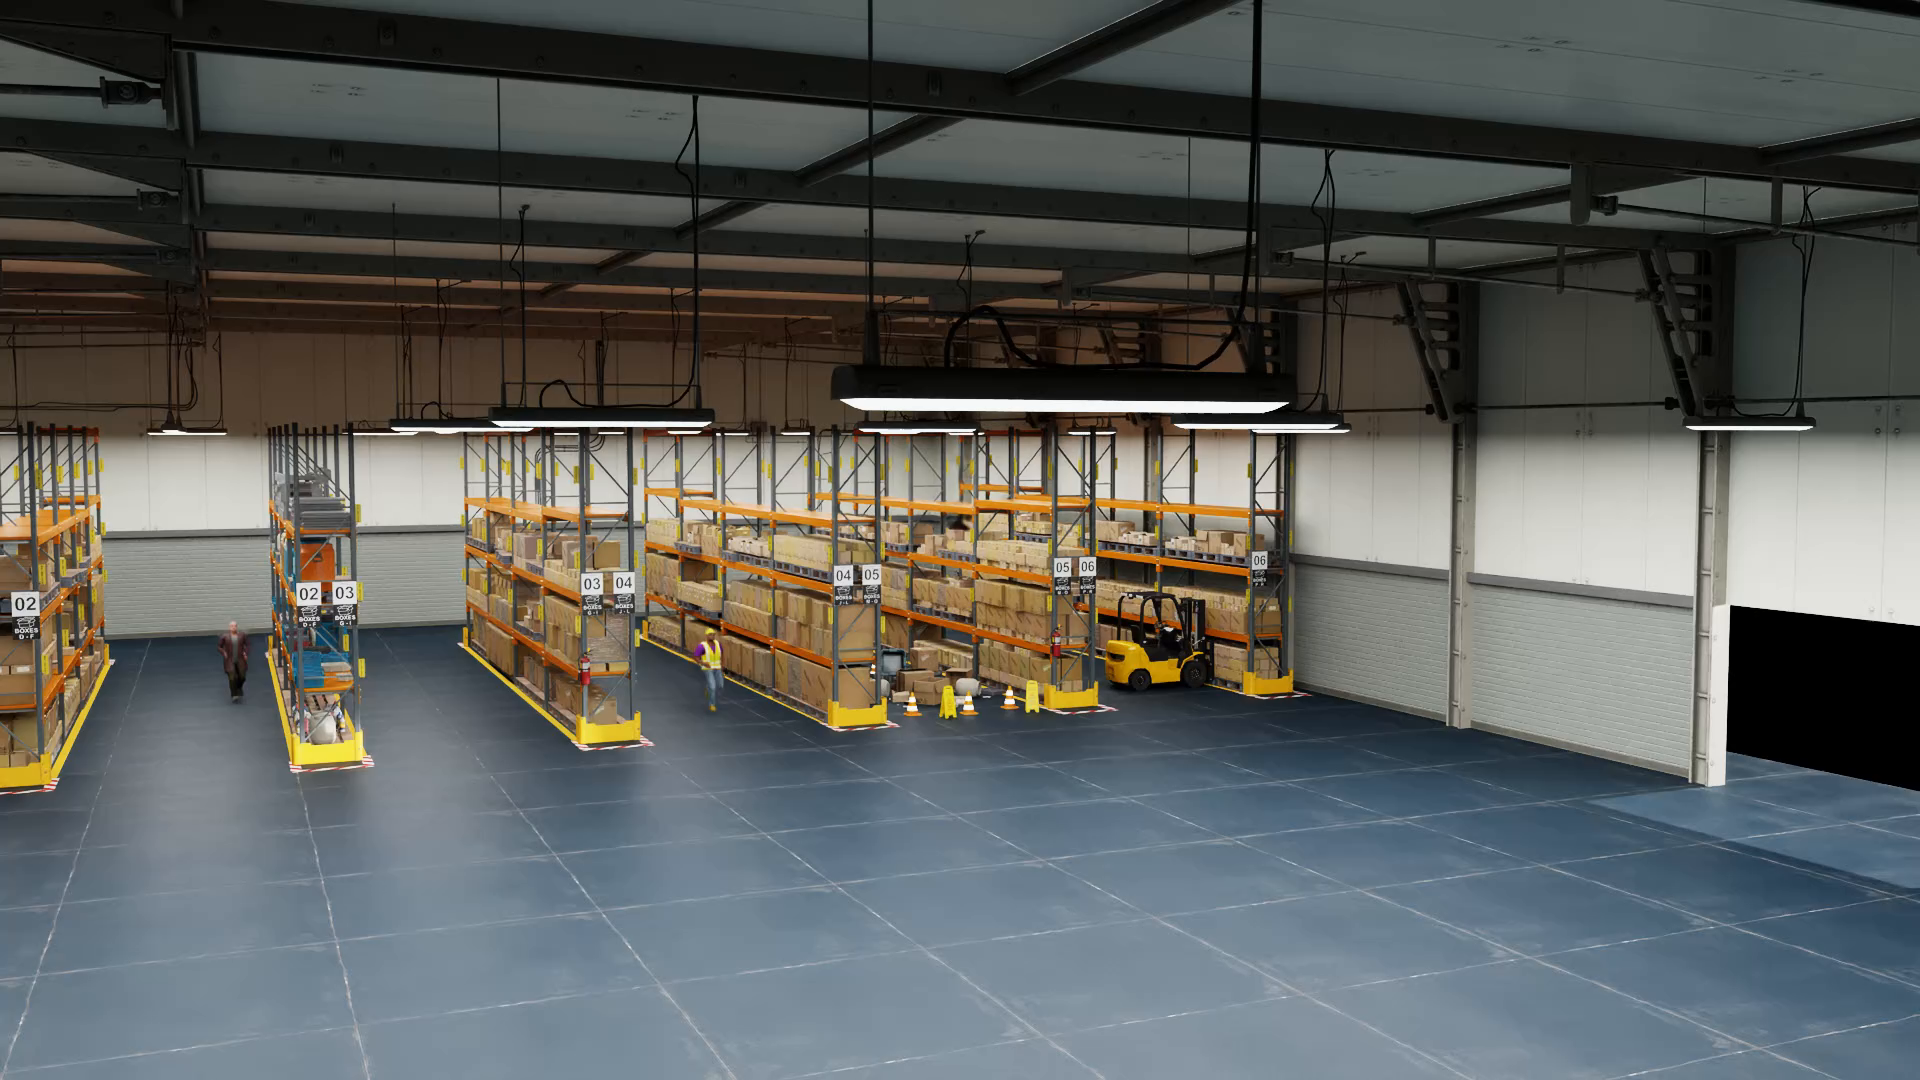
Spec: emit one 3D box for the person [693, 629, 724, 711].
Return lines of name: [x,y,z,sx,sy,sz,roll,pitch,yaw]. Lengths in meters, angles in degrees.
person: [-5.264,2.725,35.106,0.748,1.722,0.554,-3,5,-40]

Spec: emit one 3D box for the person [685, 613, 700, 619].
person: [-7.915,1.915,49.227,0.786,1.668,0.831,2,4,27]

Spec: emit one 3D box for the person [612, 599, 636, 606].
person: [-9.122,2.117,45.084,0.675,1.750,0.894,-1,4,-15]

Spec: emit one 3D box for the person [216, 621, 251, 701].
person: [-15.820,2.638,36.269,0.705,1.727,0.661,-2,4,-30]
